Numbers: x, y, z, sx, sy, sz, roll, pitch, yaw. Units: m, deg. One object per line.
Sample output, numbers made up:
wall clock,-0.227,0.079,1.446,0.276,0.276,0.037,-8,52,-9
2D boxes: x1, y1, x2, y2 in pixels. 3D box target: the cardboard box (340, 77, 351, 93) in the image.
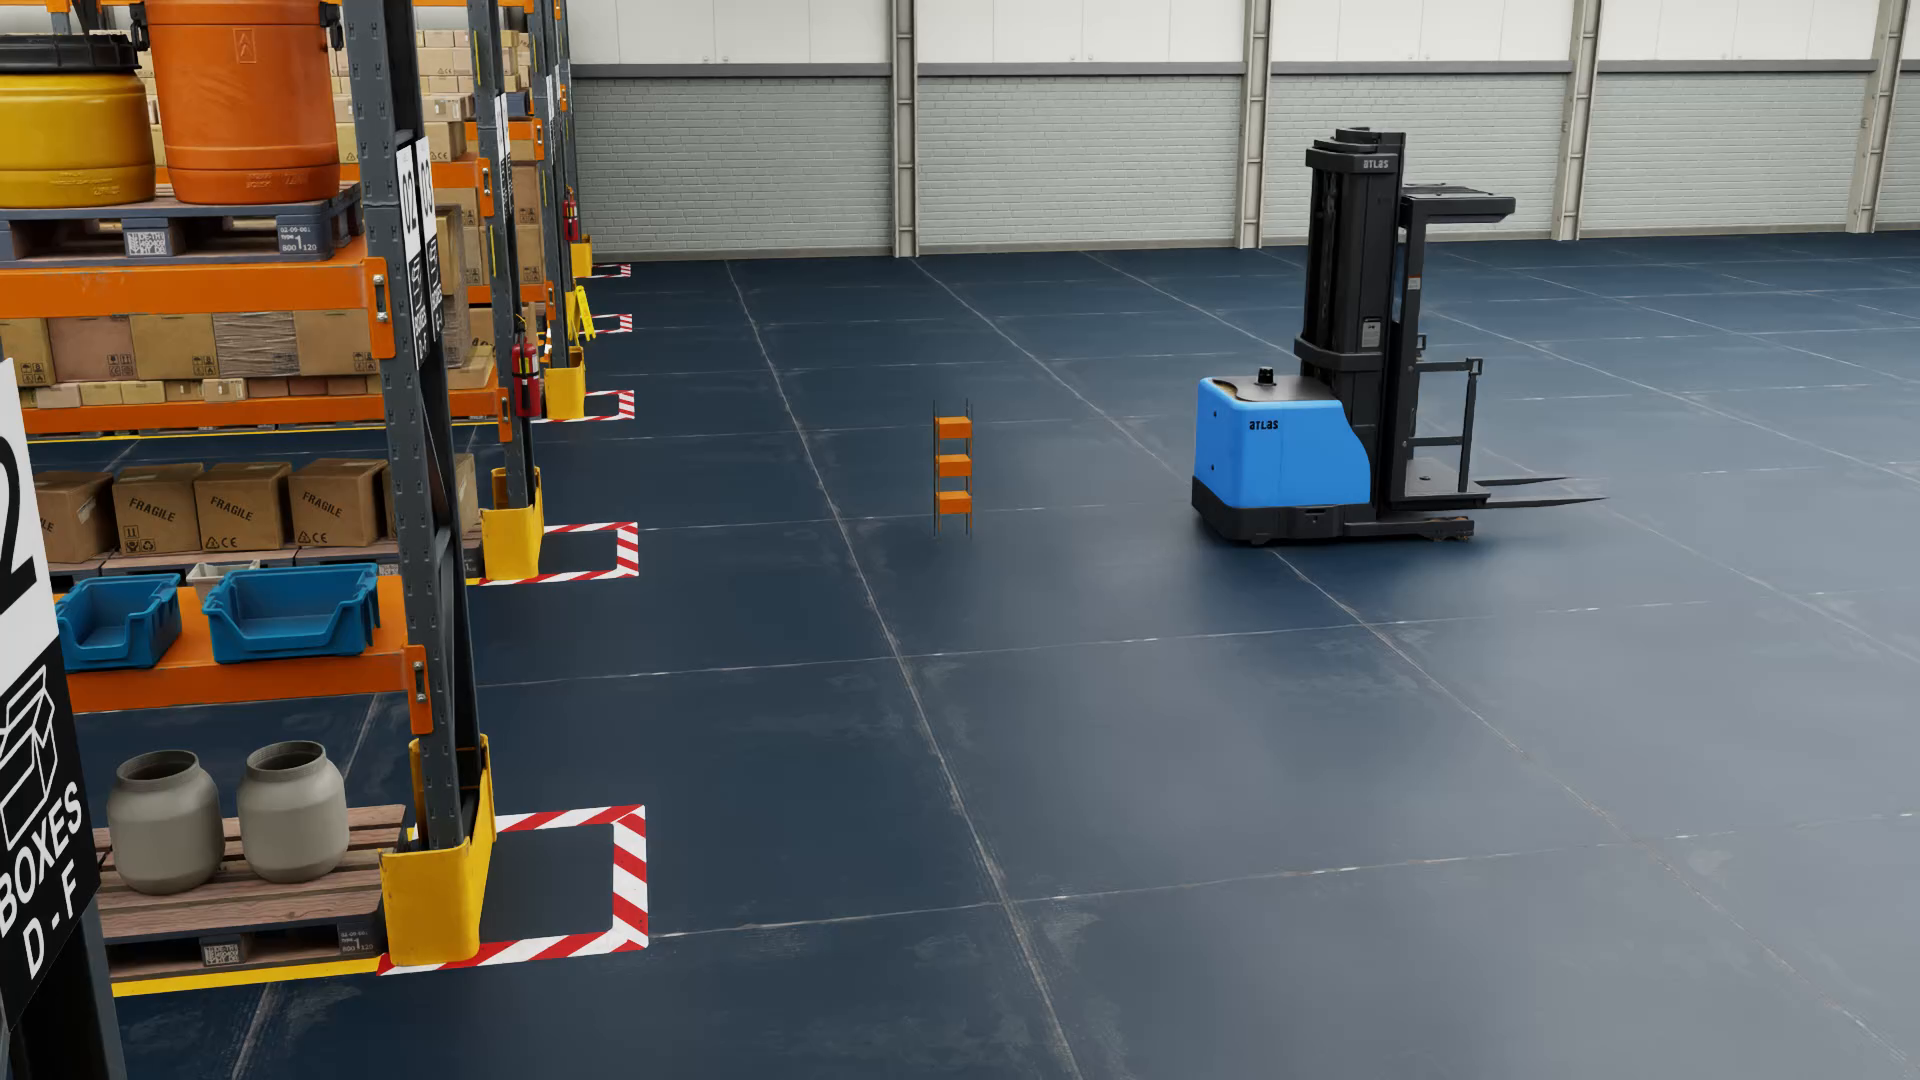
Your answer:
cardboard box,-5.469,-4.143,15.126,0.250,0.149,0.380,-3,17,-10

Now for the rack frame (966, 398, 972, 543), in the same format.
rack frame,0.067,-0.506,12.170,0.008,1.050,0.200,-3,17,-10

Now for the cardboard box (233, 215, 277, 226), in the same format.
cardboard box,-4.592,-1.842,10.820,0.500,0.500,0.500,-3,17,-10

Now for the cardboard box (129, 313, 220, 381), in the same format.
cardboard box,-5.123,-1.397,11.076,0.500,0.500,0.875,-3,17,-10

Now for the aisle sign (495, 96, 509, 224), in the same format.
aisle sign,-3.000,-2.492,10.889,0.004,0.787,0.394,-3,17,-10

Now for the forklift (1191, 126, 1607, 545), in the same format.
forklift,3.363,-1.543,12.343,3.031,2.935,1.130,-2,17,-8

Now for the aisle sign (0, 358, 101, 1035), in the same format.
aisle sign,-1.235,0.189,2.160,0.004,0.787,0.394,-3,17,-10

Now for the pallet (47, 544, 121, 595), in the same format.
pallet,-6.392,0.176,11.380,1.213,0.211,1.003,-3,17,-10

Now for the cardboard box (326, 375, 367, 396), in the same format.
cardboard box,-4.088,-1.085,11.163,0.250,0.149,0.380,-3,17,-10

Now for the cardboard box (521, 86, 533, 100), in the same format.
cardboard box,-5.295,-5.403,20.111,0.250,0.149,0.380,-3,17,-10

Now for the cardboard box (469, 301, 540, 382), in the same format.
cardboard box,-4.612,-1.896,16.280,0.875,0.875,0.875,-3,17,-10

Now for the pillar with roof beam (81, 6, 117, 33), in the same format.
pillar with roof beam,-11.872,-7.134,20.210,0.400,9.000,9.100,-3,17,-10

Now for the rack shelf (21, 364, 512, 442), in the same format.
rack shelf,-5.081,-0.877,11.284,4.000,0.370,1.077,-3,17,-10

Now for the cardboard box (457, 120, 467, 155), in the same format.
cardboard box,-3.639,-2.742,11.278,0.500,0.250,0.500,-3,17,-9

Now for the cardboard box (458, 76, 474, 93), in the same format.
cardboard box,-4.469,-4.200,15.311,0.250,0.149,0.380,-3,17,-10

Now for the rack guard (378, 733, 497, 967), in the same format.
rack guard,-2.243,1.308,7.201,0.348,0.500,1.175,-3,17,-10

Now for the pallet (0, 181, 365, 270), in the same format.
pallet,-3.009,-1.230,6.421,1.213,0.211,1.003,-3,17,-10

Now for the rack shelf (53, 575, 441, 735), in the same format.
rack shelf,-4.141,0.551,6.635,4.000,0.370,1.077,-3,17,-10

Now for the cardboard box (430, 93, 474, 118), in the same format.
cardboard box,-3.432,-2.936,11.231,0.250,0.149,0.380,-3,17,-11

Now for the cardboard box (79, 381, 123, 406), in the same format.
cardboard box,-5.554,-0.991,10.859,0.250,0.149,0.380,-3,17,-10

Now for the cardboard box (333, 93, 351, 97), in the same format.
cardboard box,-4.210,-2.906,11.131,0.250,0.149,0.380,-3,17,-8

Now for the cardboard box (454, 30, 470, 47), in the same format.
cardboard box,-4.471,-4.581,15.194,0.250,0.149,0.380,-3,17,-10

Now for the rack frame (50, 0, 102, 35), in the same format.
rack frame,-7.886,-5.413,14.608,0.127,3.000,1.000,-3,17,-10

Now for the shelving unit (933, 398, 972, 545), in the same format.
shelving unit,-0.053,-0.499,12.148,0.252,1.050,0.215,-3,17,-10

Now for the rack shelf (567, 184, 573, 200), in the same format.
rack shelf,-7.906,-5.165,25.243,4.000,0.370,1.077,-3,17,-10

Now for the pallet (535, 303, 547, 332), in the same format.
pallet,-5.876,-2.817,21.124,1.213,0.211,1.003,-3,17,-10

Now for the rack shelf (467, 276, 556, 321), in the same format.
rack shelf,-5.923,-2.313,15.957,4.000,0.370,1.077,-3,17,-10

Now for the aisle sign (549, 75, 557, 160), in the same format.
aisle sign,-3.946,-4.101,16.127,0.004,0.787,0.394,-3,17,-10

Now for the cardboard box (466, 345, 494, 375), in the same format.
cardboard box,-3.442,-1.265,11.750,0.250,0.149,0.380,-3,17,-10

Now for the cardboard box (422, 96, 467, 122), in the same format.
cardboard box,-3.331,-2.780,10.721,0.250,0.149,0.380,-3,17,-10

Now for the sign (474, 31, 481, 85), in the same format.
sign,-3.032,-3.028,10.446,0.005,0.325,0.100,-3,17,-10

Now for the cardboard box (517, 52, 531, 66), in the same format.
cardboard box,-5.273,-5.780,19.983,0.250,0.149,0.380,-3,17,-10

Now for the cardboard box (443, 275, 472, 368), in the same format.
cardboard box,-3.663,-1.500,11.409,0.500,0.500,0.875,-3,17,-10

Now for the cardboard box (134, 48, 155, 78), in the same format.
cardboard box,-7.353,-4.245,14.777,0.500,0.250,0.500,-3,17,-10

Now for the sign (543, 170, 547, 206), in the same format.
sign,-3.870,-3.277,15.498,0.005,0.325,0.100,-3,17,-10

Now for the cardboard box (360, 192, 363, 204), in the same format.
cardboard box,-5.429,-3.297,15.843,0.550,0.550,0.875,-3,17,-10

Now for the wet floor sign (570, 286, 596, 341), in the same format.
wet floor sign,-4.608,-2.766,20.218,0.232,0.644,0.267,3,17,9

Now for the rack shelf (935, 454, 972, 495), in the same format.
rack shelf,-0.053,-0.489,12.151,0.240,0.259,0.215,-3,17,-10

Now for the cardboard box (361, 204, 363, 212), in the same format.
cardboard box,-4.201,-2.022,11.408,0.500,0.500,0.500,-3,17,-10

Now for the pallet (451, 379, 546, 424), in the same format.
pallet,-4.729,-1.368,16.406,1.213,0.211,1.003,-3,17,-10

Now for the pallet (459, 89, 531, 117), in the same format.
pallet,-4.685,-4.115,15.643,1.213,0.211,1.003,-3,17,-10

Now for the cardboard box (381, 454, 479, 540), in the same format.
cardboard box,-3.734,-0.308,11.749,0.500,0.500,0.500,0,17,0

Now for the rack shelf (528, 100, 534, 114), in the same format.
rack shelf,-6.961,-5.168,20.145,4.000,0.370,1.077,-3,17,-10

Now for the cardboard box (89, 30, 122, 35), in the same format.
cardboard box,-7.465,-4.411,14.639,0.250,0.149,0.380,-3,17,-10

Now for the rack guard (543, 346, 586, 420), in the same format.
rack guard,-3.935,-1.574,16.586,0.348,0.500,1.175,-3,17,-10

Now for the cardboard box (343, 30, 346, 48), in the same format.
cardboard box,-5.474,-4.524,15.008,0.250,0.149,0.380,-4,17,-11

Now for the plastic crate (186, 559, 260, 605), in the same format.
plastic crate,-3.117,0.179,7.071,0.250,0.136,0.298,-3,17,-10

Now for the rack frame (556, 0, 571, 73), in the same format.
rack frame,-5.943,-8.488,24.619,0.127,3.000,1.000,-3,17,-10

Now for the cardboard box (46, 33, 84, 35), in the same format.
cardboard box,-12.563,-6.932,23.606,0.500,0.500,0.700,-4,17,-11

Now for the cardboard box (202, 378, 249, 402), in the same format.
cardboard box,-4.811,-1.023,10.962,0.250,0.149,0.380,-3,17,-10

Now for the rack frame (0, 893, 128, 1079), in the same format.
rack frame,-1.242,1.524,2.243,0.127,3.000,1.000,-3,17,-10

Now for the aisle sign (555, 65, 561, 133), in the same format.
aisle sign,-4.881,-5.352,20.200,0.004,0.787,0.394,-3,17,-10

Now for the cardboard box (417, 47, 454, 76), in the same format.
cardboard box,-4.878,-4.385,15.235,0.500,0.250,0.500,-3,17,-10

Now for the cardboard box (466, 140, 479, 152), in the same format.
cardboard box,-5.956,-4.740,20.255,0.500,0.500,0.700,-3,17,-10

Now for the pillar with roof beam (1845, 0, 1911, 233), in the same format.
pillar with roof beam,17.584,-8.804,25.651,0.400,9.000,9.100,-3,17,-10

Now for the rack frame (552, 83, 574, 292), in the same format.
rack frame,-4.997,-4.189,20.842,0.127,3.000,1.000,-3,17,-10

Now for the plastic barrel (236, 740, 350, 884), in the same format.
plastic barrel,-2.809,1.143,7.005,0.421,0.512,0.421,0,17,0

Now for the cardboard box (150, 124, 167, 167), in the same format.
cardboard box,-5.030,-2.510,10.522,0.500,0.250,0.500,-4,17,-11

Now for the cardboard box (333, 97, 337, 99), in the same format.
cardboard box,-4.098,-2.731,10.563,0.250,0.149,0.380,-3,17,-10

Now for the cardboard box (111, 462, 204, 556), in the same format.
cardboard box,-5.489,-0.217,11.453,0.500,0.500,0.500,-5,18,-15
